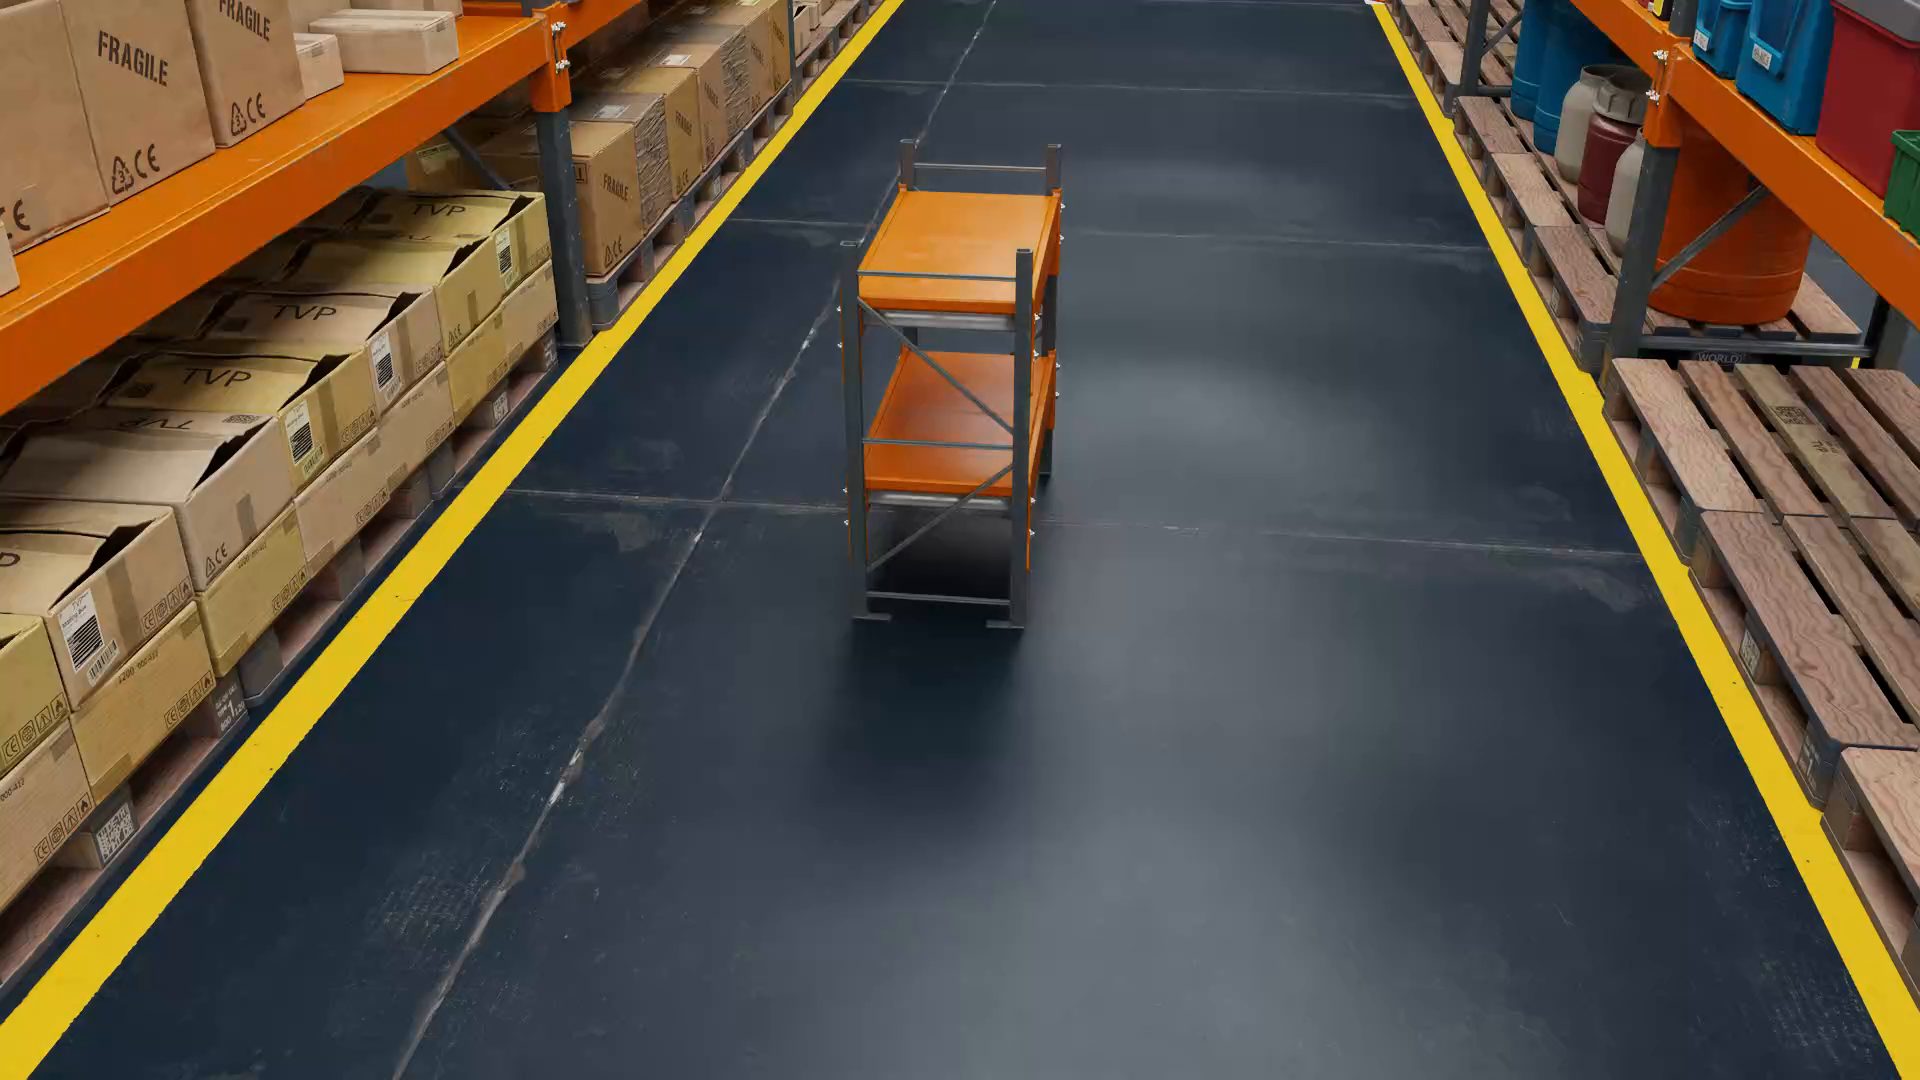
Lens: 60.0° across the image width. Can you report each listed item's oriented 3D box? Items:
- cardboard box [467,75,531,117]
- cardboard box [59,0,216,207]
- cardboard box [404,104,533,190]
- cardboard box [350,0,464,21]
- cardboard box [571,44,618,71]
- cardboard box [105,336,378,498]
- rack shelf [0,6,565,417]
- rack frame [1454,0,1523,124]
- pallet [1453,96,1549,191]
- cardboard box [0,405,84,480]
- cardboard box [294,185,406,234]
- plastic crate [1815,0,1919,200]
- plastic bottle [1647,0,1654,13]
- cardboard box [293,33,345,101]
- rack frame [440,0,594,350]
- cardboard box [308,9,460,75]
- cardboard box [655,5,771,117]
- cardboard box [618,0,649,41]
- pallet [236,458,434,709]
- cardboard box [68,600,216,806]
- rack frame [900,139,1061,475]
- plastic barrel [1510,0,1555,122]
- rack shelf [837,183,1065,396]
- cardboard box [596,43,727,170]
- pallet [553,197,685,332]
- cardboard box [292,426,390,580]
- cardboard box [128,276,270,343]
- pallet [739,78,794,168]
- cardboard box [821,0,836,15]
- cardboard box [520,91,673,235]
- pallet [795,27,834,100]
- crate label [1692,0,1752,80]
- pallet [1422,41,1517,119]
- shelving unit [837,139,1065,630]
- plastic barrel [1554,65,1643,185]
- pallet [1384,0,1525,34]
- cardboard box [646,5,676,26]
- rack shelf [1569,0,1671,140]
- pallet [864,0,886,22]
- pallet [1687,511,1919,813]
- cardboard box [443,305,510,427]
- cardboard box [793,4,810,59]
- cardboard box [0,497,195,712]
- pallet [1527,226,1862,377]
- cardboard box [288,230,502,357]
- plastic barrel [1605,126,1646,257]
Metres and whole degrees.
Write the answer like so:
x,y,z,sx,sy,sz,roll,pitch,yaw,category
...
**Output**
x,y,z,sx,sy,sz,roll,pitch,yaw,category
-2.112,-2.044,7.262,0.500,0.250,0.500,4,29,8,cardboard box
-2.250,-1.145,4.108,0.500,0.500,0.500,3,28,6,cardboard box
-2.115,-1.687,7.390,0.500,0.500,0.500,4,29,8,cardboard box
-2.084,-1.932,5.767,0.500,0.311,0.500,5,29,9,cardboard box
-1.993,-2.178,8.302,0.500,0.500,0.500,2,28,4,cardboard box
-2.001,-0.382,4.662,0.500,0.311,0.500,4,29,8,cardboard box
-2.241,-0.882,4.482,1.077,0.370,4.000,3,28,6,rack shelf
3.409,-3.733,9.017,1.000,3.000,0.127,3,28,6,rack frame
3.274,-2.145,9.008,1.003,0.211,1.213,3,28,6,pallet
-2.600,-0.166,4.260,0.500,0.311,0.500,3,28,6,cardboard box
-2.352,-1.132,6.053,0.500,0.311,0.500,4,29,8,cardboard box
2.418,-1.136,4.128,0.402,0.464,0.583,3,28,6,plastic crate
2.578,-2.031,6.067,0.097,0.201,0.097,0,28,0,plastic bottle
-2.097,-1.426,4.999,0.380,0.149,0.250,5,29,10,cardboard box
-1.996,-2.140,6.059,1.000,3.000,0.127,3,28,6,rack frame
-1.832,-1.590,5.303,0.380,0.149,0.250,3,28,6,cardboard box
-1.351,-2.635,9.150,0.500,0.500,0.500,3,29,6,cardboard box
-1.930,-2.762,8.595,0.500,0.250,0.500,3,29,6,cardboard box
-2.288,0.046,4.943,1.003,0.211,1.213,3,28,6,pallet
-2.127,0.353,3.889,0.500,0.250,0.500,4,29,7,cardboard box
0.063,-0.738,5.433,0.500,1.125,0.032,3,28,6,rack frame
3.326,-2.739,8.941,0.600,0.901,0.708,3,28,6,plastic barrel
0.001,-0.756,4.850,0.538,0.278,1.000,3,28,6,rack shelf
-1.473,-2.159,8.267,0.500,0.500,0.500,2,28,4,cardboard box
-1.867,-1.261,7.369,1.003,0.211,1.213,3,28,6,pallet
-2.003,-0.131,4.786,0.500,0.250,0.500,4,29,7,cardboard box
-2.473,-0.644,5.148,0.500,0.311,0.500,3,28,5,cardboard box
-1.568,-2.410,9.501,1.003,0.211,1.213,3,28,6,pallet
-1.281,-4.002,11.684,0.797,0.503,0.637,3,28,6,cardboard box
-1.598,-1.677,7.373,0.500,0.500,0.500,2,28,4,cardboard box
-1.421,-3.118,10.816,1.003,0.211,1.213,3,28,6,pallet
2.496,-1.600,5.234,0.303,0.233,0.416,3,28,6,crate label
3.461,-2.854,10.325,1.003,0.211,1.213,3,28,6,pallet
0.001,-0.498,4.989,0.538,1.125,1.048,3,28,6,shelving unit
3.081,-1.974,7.931,0.421,0.512,0.421,0,28,0,plastic barrel
3.760,-4.002,12.457,1.003,0.211,1.213,3,28,6,pallet
-1.862,-2.651,9.179,0.500,0.500,0.500,4,29,7,cardboard box
3.164,-2.475,7.440,1.077,0.370,4.000,3,28,6,rack shelf
-1.122,-4.267,12.948,1.003,0.211,1.213,3,28,6,pallet
2.634,0.312,4.447,1.003,0.211,1.213,3,28,6,pallet
-1.878,-0.610,5.675,0.500,0.250,0.500,3,28,6,cardboard box
-1.240,-3.218,10.431,0.500,0.311,0.500,3,28,6,cardboard box
-2.122,0.106,3.755,0.500,0.311,0.500,3,28,6,cardboard box
2.975,-0.996,6.876,1.003,0.211,1.213,3,28,6,pallet
-1.873,-0.855,5.540,0.500,0.311,0.500,3,28,5,cardboard box
2.943,-1.442,6.945,0.421,0.512,0.421,0,28,0,plastic barrel
